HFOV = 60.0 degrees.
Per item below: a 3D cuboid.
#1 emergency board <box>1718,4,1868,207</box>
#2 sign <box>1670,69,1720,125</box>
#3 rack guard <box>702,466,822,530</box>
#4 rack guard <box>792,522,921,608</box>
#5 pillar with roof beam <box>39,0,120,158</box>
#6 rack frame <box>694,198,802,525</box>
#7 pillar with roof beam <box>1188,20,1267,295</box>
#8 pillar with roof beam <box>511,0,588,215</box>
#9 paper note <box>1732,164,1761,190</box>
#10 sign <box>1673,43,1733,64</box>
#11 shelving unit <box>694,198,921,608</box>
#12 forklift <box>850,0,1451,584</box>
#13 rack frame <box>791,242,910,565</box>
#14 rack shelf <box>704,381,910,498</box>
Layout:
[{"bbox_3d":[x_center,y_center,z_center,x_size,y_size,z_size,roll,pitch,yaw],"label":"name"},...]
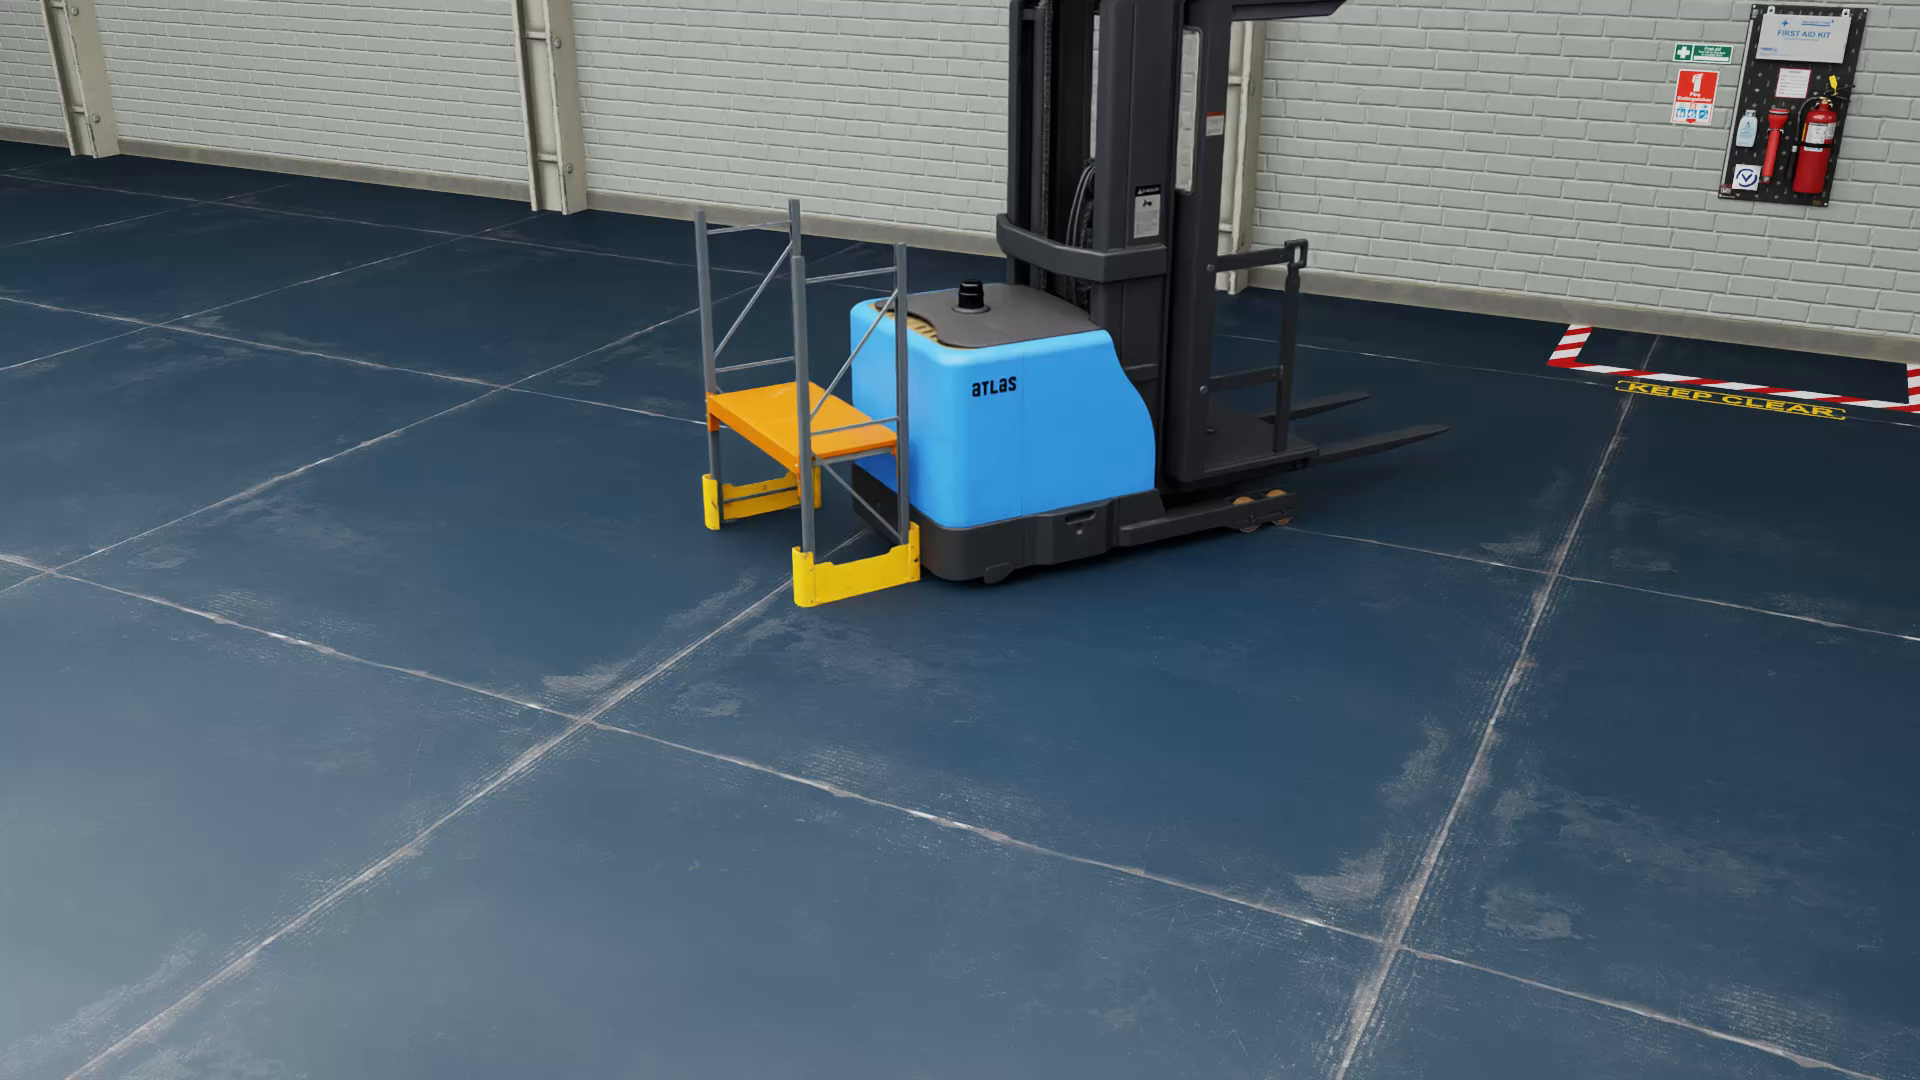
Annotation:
[{"bbox_3d":[5.024,-2.608,10.050,0.643,1.169,0.194,11,25,25],"label":"emergency board"},{"bbox_3d":[4.577,-2.758,10.357,0.234,0.329,0.001,11,25,25],"label":"sign"},{"bbox_3d":[-0.943,-0.232,7.976,0.587,0.250,0.087,-13,26,-28],"label":"rack guard"},{"bbox_3d":[-0.441,0.105,7.185,0.587,0.250,0.087,-13,26,-28],"label":"rack guard"},{"bbox_3d":[-10.794,-6.594,11.757,0.400,9.000,9.100,11,25,25],"label":"pillar with roof beam"},{"bbox_3d":[-0.953,-0.814,7.747,0.500,1.500,0.032,-13,26,-28],"label":"rack frame"},{"bbox_3d":[-0.085,-4.475,6.774,0.400,9.000,9.100,11,25,25],"label":"pillar with roof beam"},{"bbox_3d":[-5.440,-5.535,9.266,0.400,9.000,9.100,11,25,25],"label":"pillar with roof beam"},{"bbox_3d":[4.897,-2.258,10.353,0.142,0.148,0.016,11,25,25],"label":"paper note"},{"bbox_3d":[4.577,-2.998,10.244,0.331,0.109,0.001,11,25,25],"label":"sign"},{"bbox_3d":[-0.692,-0.639,7.336,0.587,1.500,1.083,-13,26,-28],"label":"shelving unit"},{"bbox_3d":[1.032,-1.553,7.656,3.031,2.935,1.130,-12,26,-26],"label":"forklift"},{"bbox_3d":[-0.441,-0.470,6.939,0.500,1.500,0.032,-13,26,-28],"label":"rack frame"},{"bbox_3d":[-0.697,-0.476,7.414,0.538,0.185,1.000,-13,26,-28],"label":"rack shelf"}]
